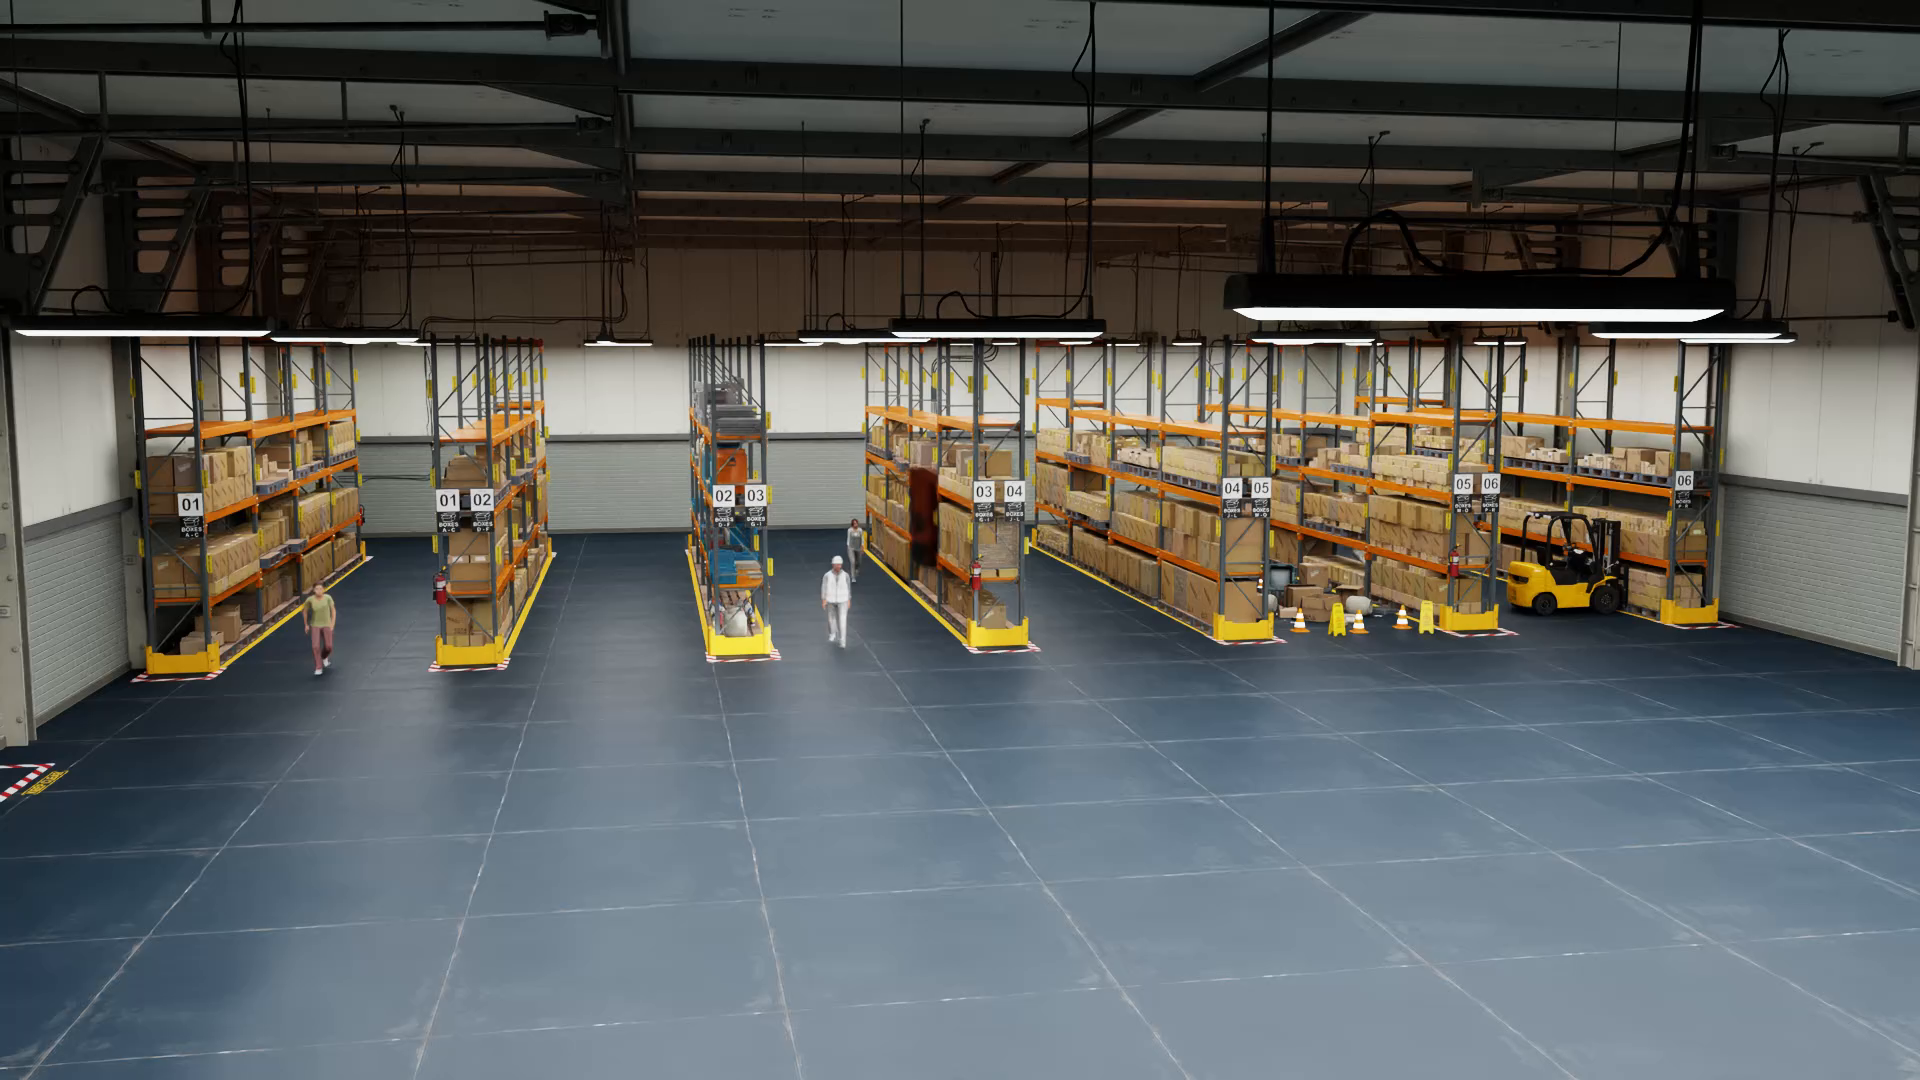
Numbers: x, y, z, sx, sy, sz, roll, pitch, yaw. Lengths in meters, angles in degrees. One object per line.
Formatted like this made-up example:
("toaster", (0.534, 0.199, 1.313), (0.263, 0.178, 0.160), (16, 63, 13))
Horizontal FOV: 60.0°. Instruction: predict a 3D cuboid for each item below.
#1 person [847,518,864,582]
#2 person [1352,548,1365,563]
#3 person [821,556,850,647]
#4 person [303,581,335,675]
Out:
("person", (-2.588, 0.228, 41.103), (0.424, 1.561, 0.768), (-1, 7, -12))
("person", (10.519, -0.061, 43.537), (0.541, 1.647, 0.642), (-3, 7, -27))
("person", (-2.393, 1.181, 32.126), (0.562, 1.736, 0.979), (-1, 7, -5))
("person", (-11.378, 1.534, 29.543), (0.535, 1.654, 0.639), (-3, 7, -24))
